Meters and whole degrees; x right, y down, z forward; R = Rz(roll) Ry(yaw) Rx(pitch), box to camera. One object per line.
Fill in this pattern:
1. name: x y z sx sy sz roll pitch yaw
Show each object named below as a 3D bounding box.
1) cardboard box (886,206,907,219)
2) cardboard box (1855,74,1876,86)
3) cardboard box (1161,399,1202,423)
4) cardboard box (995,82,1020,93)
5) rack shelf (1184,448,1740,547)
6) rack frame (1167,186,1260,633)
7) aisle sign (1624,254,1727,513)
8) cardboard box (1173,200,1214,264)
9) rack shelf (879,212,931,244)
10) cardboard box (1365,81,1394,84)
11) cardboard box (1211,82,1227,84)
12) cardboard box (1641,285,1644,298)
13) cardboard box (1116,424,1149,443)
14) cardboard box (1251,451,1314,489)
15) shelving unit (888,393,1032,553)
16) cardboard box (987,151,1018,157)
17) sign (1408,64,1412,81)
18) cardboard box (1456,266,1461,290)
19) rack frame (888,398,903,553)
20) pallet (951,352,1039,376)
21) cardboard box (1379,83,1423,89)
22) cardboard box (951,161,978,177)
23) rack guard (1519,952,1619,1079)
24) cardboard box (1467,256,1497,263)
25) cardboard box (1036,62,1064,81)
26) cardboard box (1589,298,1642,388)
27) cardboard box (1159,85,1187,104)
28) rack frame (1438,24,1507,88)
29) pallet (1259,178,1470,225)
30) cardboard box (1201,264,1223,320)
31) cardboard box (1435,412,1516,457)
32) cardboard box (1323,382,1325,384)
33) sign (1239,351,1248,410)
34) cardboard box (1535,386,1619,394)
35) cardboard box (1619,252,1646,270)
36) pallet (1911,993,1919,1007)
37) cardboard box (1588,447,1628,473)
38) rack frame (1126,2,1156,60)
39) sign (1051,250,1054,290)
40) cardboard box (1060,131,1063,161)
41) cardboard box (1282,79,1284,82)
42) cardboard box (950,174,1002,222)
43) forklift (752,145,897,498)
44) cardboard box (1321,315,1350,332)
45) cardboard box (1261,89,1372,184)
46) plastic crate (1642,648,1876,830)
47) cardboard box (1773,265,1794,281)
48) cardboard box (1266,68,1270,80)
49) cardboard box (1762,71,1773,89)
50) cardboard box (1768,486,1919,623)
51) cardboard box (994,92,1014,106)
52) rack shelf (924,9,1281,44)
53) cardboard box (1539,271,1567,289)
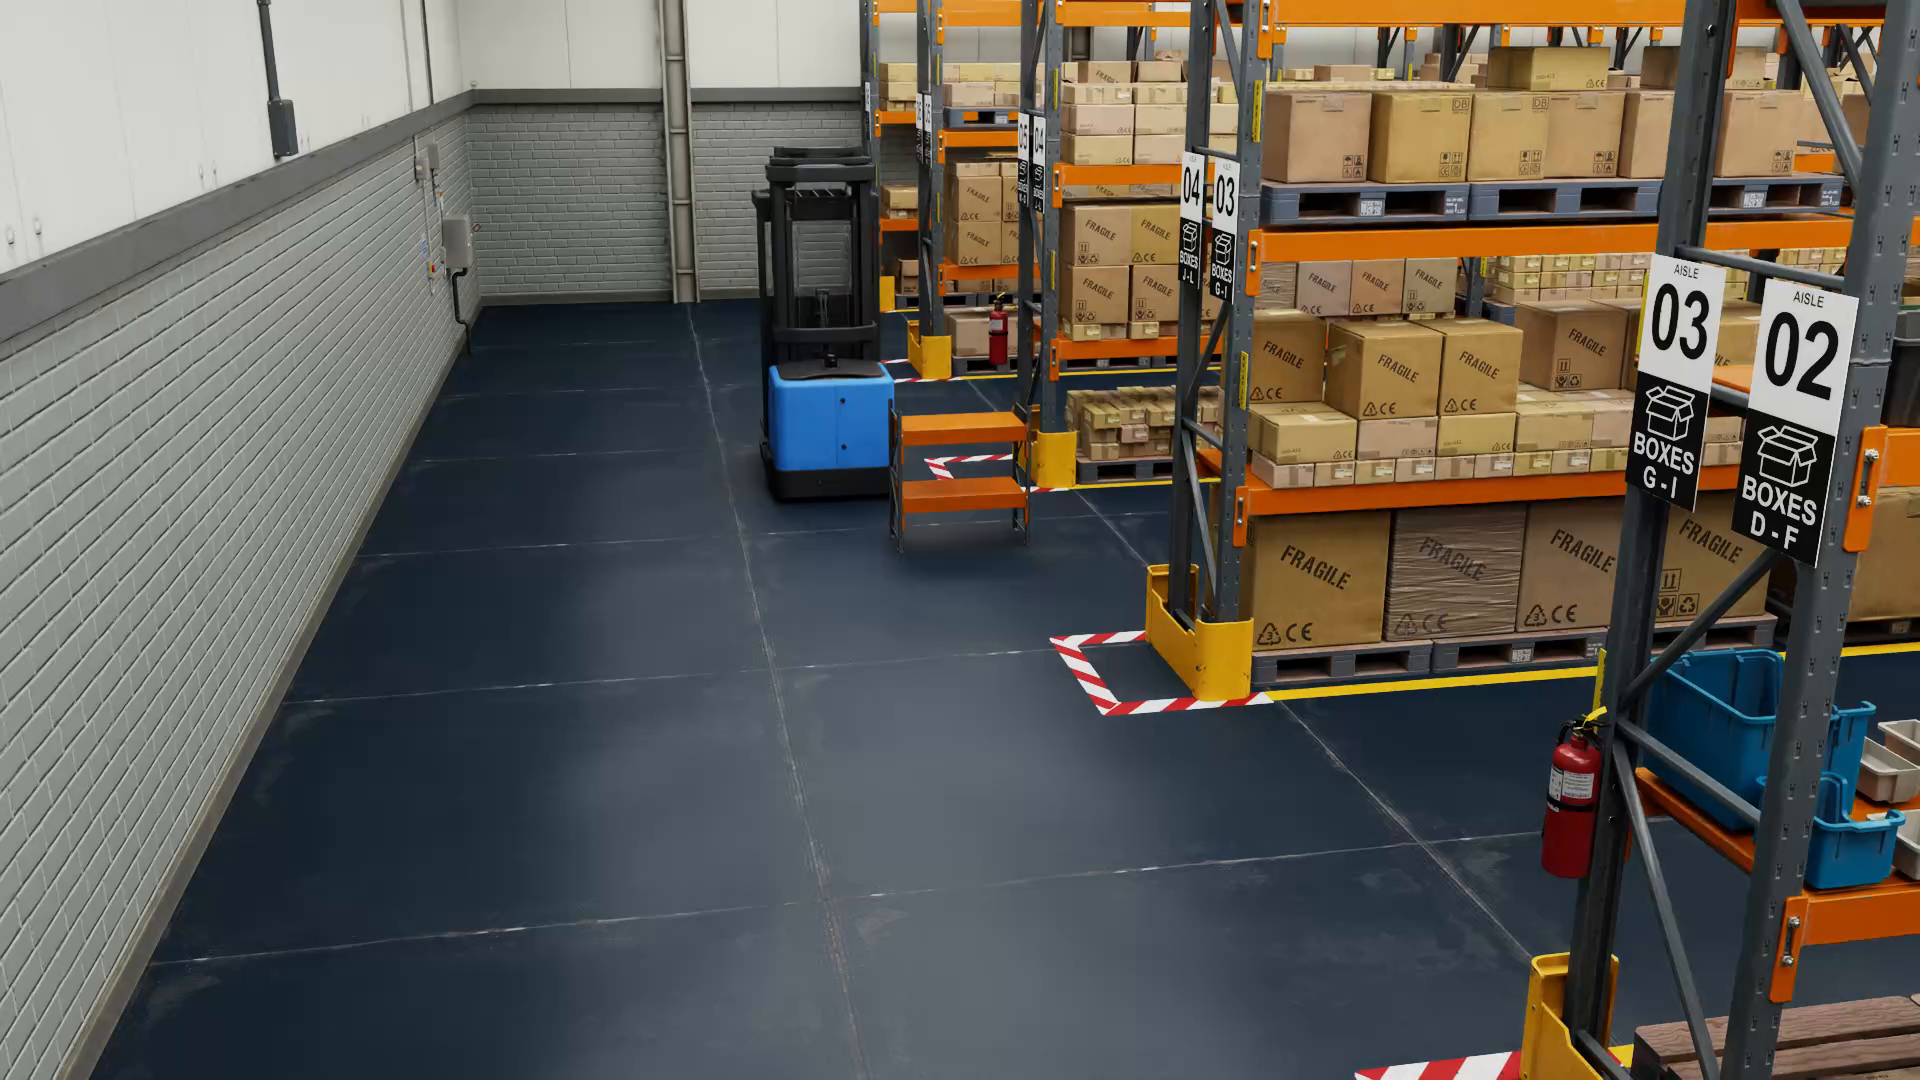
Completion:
1. cardboard box: -0.918 -4.733 24.040 0.250 0.149 0.380 -3 17 -11
2. cardboard box: 11.705 -5.927 21.461 0.250 0.149 0.380 -3 17 -9
3. cardboard box: 2.017 -1.180 15.172 0.250 0.149 0.380 -4 18 -13
4. cardboard box: 0.699 -6.459 23.871 0.500 0.250 0.500 -4 17 -11
5. rack shelf: 3.496 -0.394 10.710 4.000 0.370 1.077 -3 17 -10
6. rack frame: 1.533 -0.626 10.242 0.127 3.000 1.000 -3 17 -10
7. aisle sign: 2.346 -0.522 5.473 0.004 0.787 0.394 -3 17 -10
8. cardboard box: 2.191 -2.731 14.713 0.500 0.500 0.500 -4 17 -12
9. rack shelf: 0.671 -4.681 24.669 4.000 0.370 1.077 -3 17 -10
10. cardboard box: 3.778 -4.094 15.148 0.250 0.149 0.380 -3 17 -11
11. cardboard box: 2.225 -4.019 14.904 0.250 0.149 0.380 -3 17 -9
12. cardboard box: 6.374 -2.329 15.497 0.250 0.149 0.380 -4 17 -11
13. cardboard box: 1.534 -0.996 15.079 0.250 0.149 0.380 -3 17 -11
14. cardboard box: 1.944 -0.431 10.033 0.250 0.149 0.380 -3 17 -10
15. shelving unit: -0.007 -0.537 13.145 1.048 1.125 0.538 -3 17 -10
16. cardboard box: 0.677 -5.374 24.171 0.500 0.500 0.500 -3 17 -9
17. sign: 6.663 -6.884 24.626 0.005 0.325 0.100 -3 17 -10
18. cardboard box: 5.937 -3.051 21.039 0.875 0.875 0.875 -3 17 -10
19. rack frame: -0.506 -0.509 13.053 0.032 1.125 0.500 -3 17 -10
20. pallet: 0.423 -2.217 20.171 1.213 0.211 1.003 -3 17 -10
21. cardboard box: 3.874 -3.937 14.636 0.250 0.149 0.380 -3 17 -11
22. cardboard box: 0.054 -4.259 19.091 0.250 0.149 0.380 -3 17 -9
23. rack guard: 2.451 2.002 5.944 0.348 0.500 1.175 -3 17 -10
24. cardboard box: 4.976 -2.728 15.785 0.250 0.149 0.380 -2 17 -8
25. cardboard box: 1.189 -6.726 23.889 0.500 0.250 0.500 -3 17 -9
26. cardboard box: 4.456 -1.300 10.906 0.500 0.500 0.500 -3 17 -10
27. cardboard box: 1.825 -3.822 14.263 0.250 0.149 0.380 -3 17 -10
28. rack frame: 4.618 -5.152 14.760 0.127 3.000 1.000 -3 17 -10
29. pallet: 2.259 -2.062 9.959 1.213 0.211 1.003 -3 17 -10
30. cardboard box: 2.188 -2.258 14.877 0.500 0.500 0.500 -3 17 -10
31. cardboard box: 3.058 -0.703 10.242 0.500 0.250 0.500 -4 17 -12
32. cardboard box: 3.469 -1.400 15.887 0.250 0.149 0.380 -4 17 -12
33. sign: 1.632 -0.918 9.581 0.005 0.325 0.100 -3 17 -10
34. cardboard box: 3.952 -0.912 10.921 0.500 0.250 0.500 -3 17 -9
35. cardboard box: 6.114 -2.597 15.359 0.250 0.149 0.380 -3 17 -11
36. pallet: 4.485 2.033 6.334 1.213 0.211 1.003 -3 17 -10
37. cardboard box: 3.961 -0.546 10.408 0.250 0.149 0.380 -4 17 -11
38. rack frame: 2.635 -8.004 24.046 0.127 3.000 1.000 -3 17 -10
39. sign: 0.794 -2.319 14.279 0.005 0.325 0.100 -3 17 -10
40. cardboard box: 1.087 -3.525 14.828 0.500 0.250 0.500 -4 17 -12
41. cardboard box: 4.904 -6.898 25.129 0.250 0.149 0.380 -4 17 -11
42. cardboard box: 0.178 -3.953 19.201 0.500 0.500 0.500 -4 17 -12
43. forklift: -1.313 -2.150 15.320 1.130 2.935 3.031 -3 17 -10
44. cardboard box: 3.358 -2.007 15.164 0.250 0.149 0.380 -4 18 -13
45. cardboard box: 2.033 -2.401 9.855 0.500 0.500 0.700 -4 18 -14
46. plastic crate: 2.766 0.684 5.815 0.499 0.435 0.616 -3 17 -10
47. cardboard box: 7.628 -2.541 15.681 0.250 0.149 0.380 -3 17 -9
48. cardboard box: 4.512 -6.834 24.380 0.250 0.149 0.380 -3 17 -10
49. cardboard box: 7.590 -4.383 15.890 0.258 0.266 0.396 -3 17 -10
50. cardboard box: 6.085 -0.075 11.352 0.875 0.875 1.225 -3 17 -10
51. cardboard box: 0.474 -5.143 19.380 0.250 0.149 0.380 -5 18 -15
52. rack shelf: 1.616 -5.927 19.189 4.000 0.370 1.077 -3 17 -10
53. cardboard box: 5.347 -2.412 15.261 0.250 0.149 0.380 -4 17 -12
